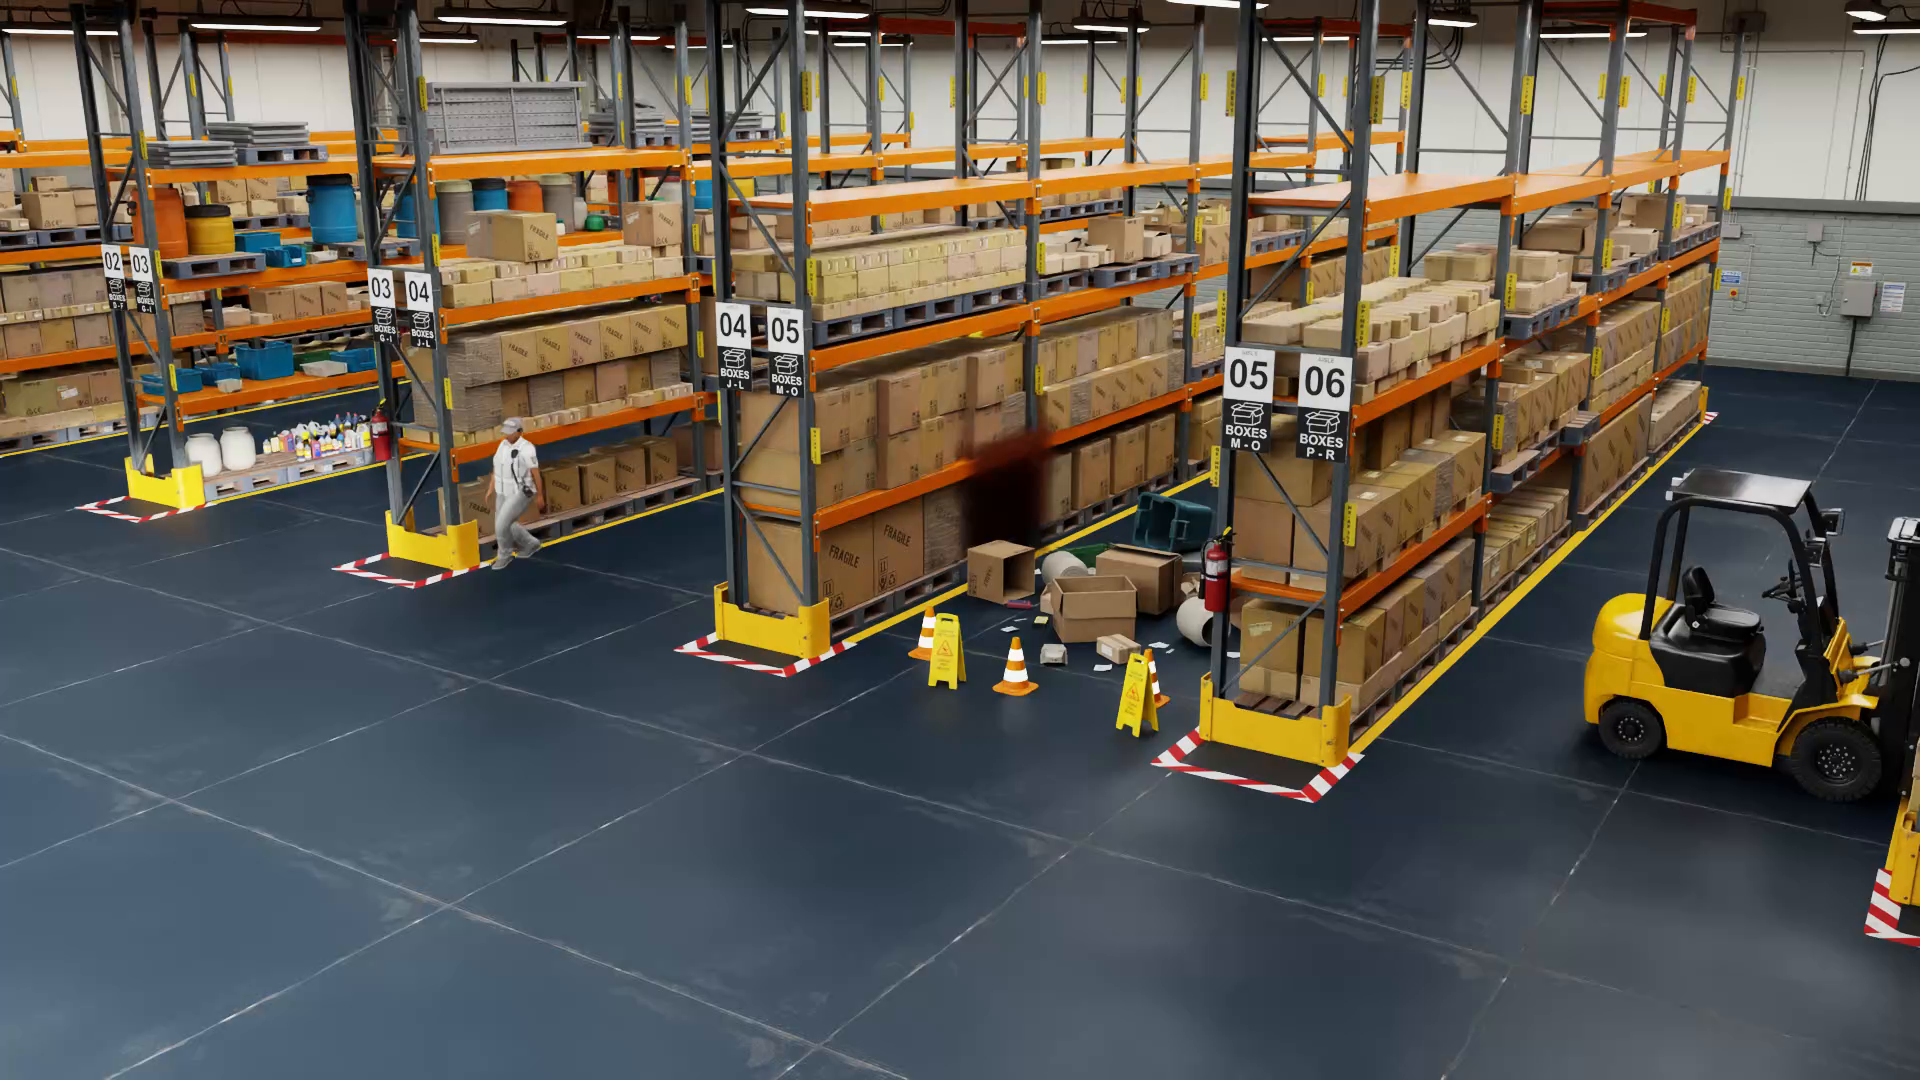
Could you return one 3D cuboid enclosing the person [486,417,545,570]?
[{"bbox_3d":[-4.618,-0.511,17.224,0.560,1.557,0.778,9,18,28],"label":"person"}]

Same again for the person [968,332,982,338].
[{"bbox_3d":[0.188,-2.122,23.549,0.636,1.694,1.067,7,17,23],"label":"person"}]
